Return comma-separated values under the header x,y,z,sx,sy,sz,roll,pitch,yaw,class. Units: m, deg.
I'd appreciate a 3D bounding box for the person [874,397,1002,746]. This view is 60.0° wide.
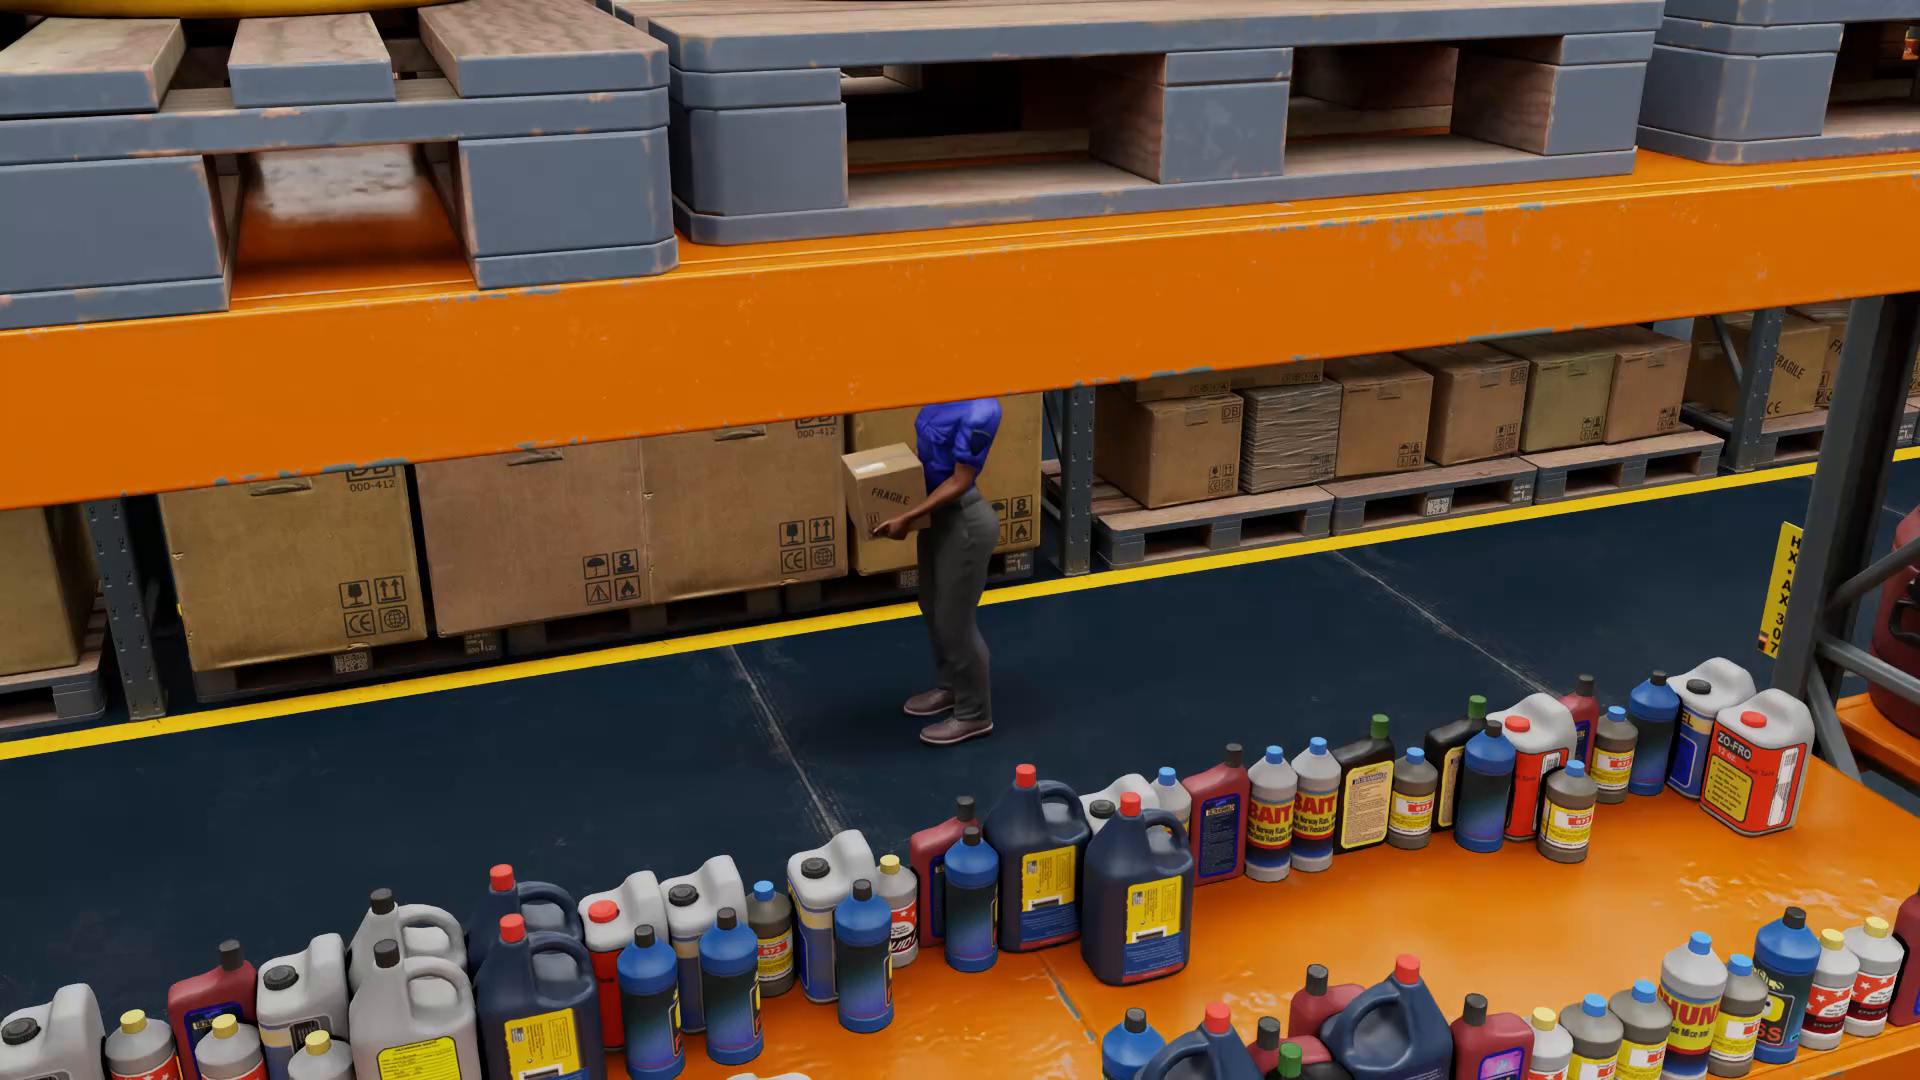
x,y,z,sx,sy,sz,roll,pitch,yaw,class
-0.101,-0.038,6.205,0.518,1.650,0.451,-7,24,-15,person
